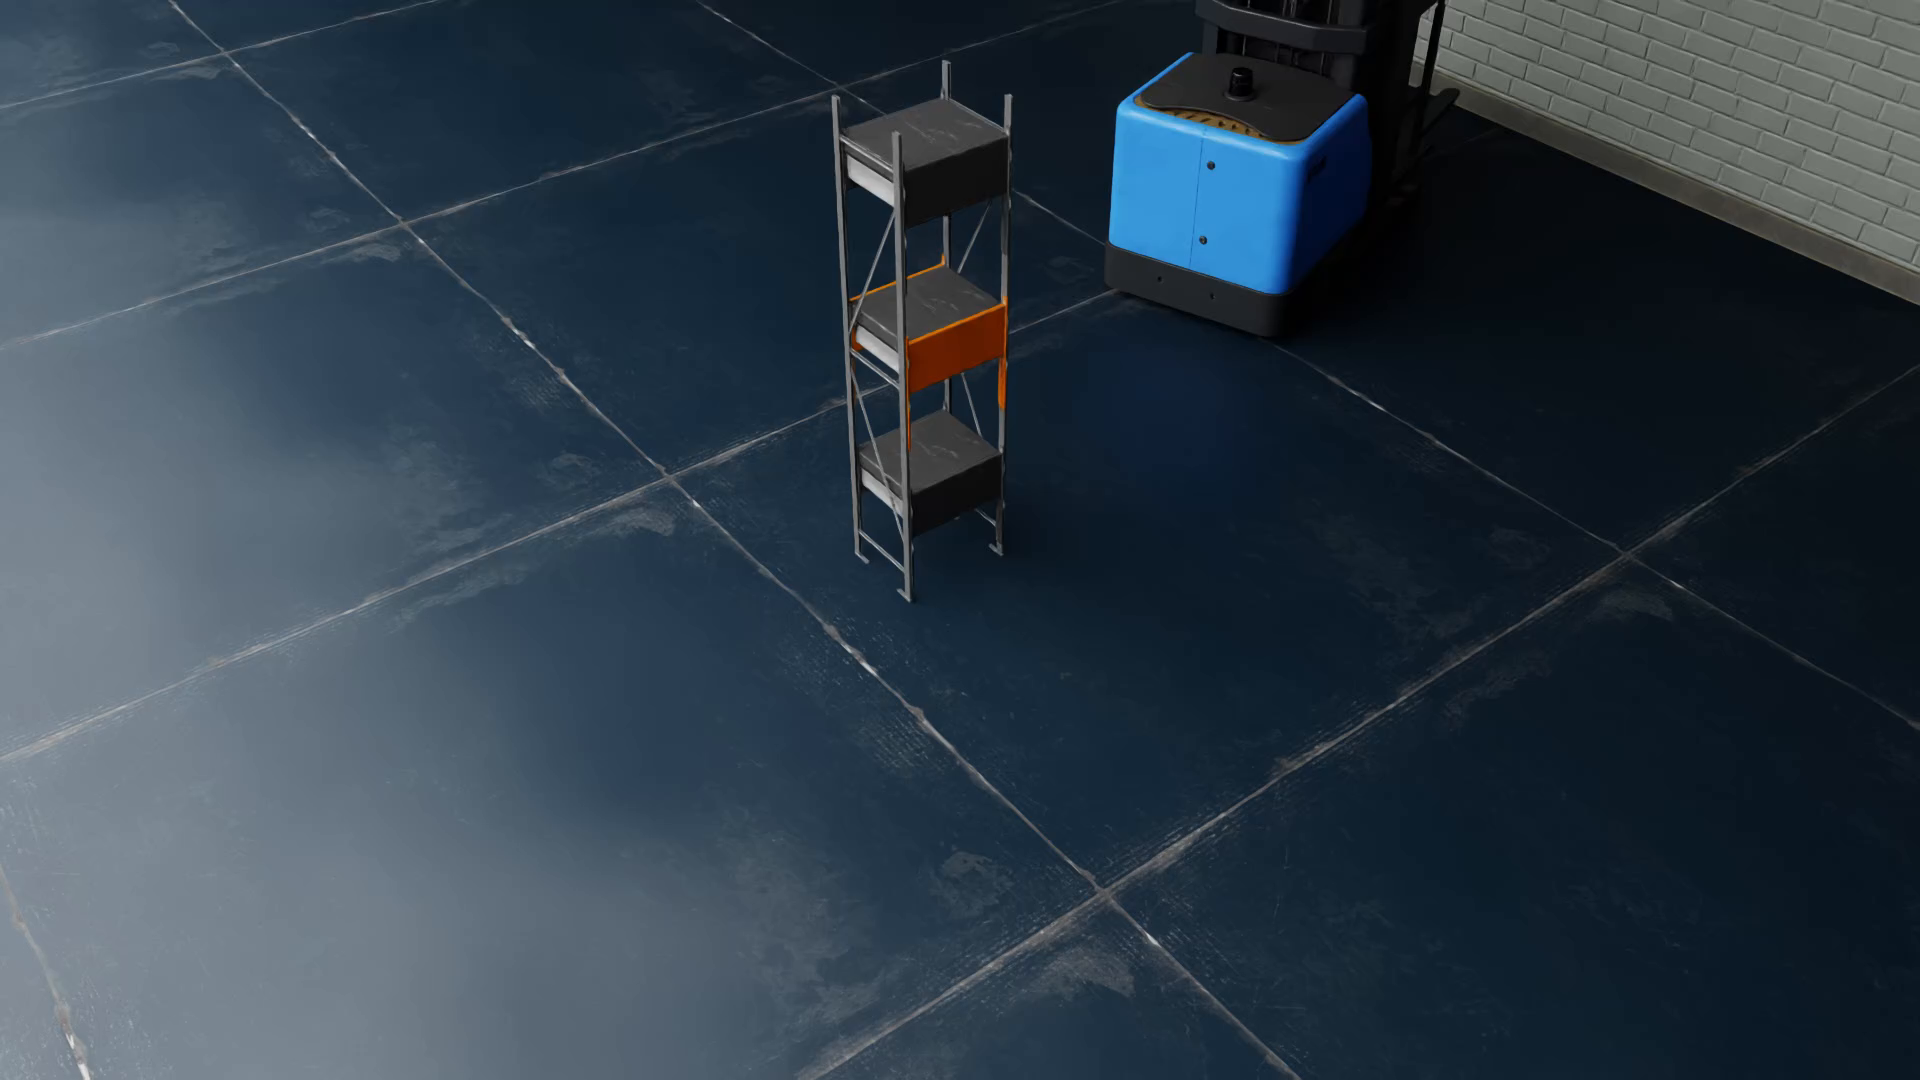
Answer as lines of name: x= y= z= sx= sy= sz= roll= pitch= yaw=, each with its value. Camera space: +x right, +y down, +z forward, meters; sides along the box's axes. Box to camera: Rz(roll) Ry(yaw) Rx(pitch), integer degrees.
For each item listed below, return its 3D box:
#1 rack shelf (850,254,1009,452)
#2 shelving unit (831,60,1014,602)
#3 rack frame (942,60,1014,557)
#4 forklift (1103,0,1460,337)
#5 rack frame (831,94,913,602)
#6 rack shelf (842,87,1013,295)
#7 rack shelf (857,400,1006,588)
rack shelf: x=-0.131 y=-0.737 z=6.515 sx=0.480 sy=0.518 sz=0.431 roll=-26 pitch=46 yaw=-28
shelving unit: x=-0.131 y=-0.748 z=6.506 sx=0.503 sy=2.100 sz=0.431 roll=-26 pitch=46 yaw=-28
rack frame: x=0.062 y=-0.842 z=6.621 sx=0.015 sy=2.100 sz=0.400 roll=-26 pitch=46 yaw=-28
forklift: x=1.987 y=-3.060 z=8.670 sx=1.130 sy=2.935 sz=3.031 roll=23 pitch=44 yaw=25
rack frame: x=-0.325 y=-0.654 z=6.391 sx=0.015 sy=2.100 sz=0.400 roll=-26 pitch=46 yaw=-28
rack shelf: x=-0.131 y=-1.278 z=6.071 sx=0.480 sy=0.518 sz=0.431 roll=-26 pitch=46 yaw=-28
rack shelf: x=-0.131 y=-0.196 z=6.959 sx=0.480 sy=0.518 sz=0.431 roll=-26 pitch=46 yaw=-28
